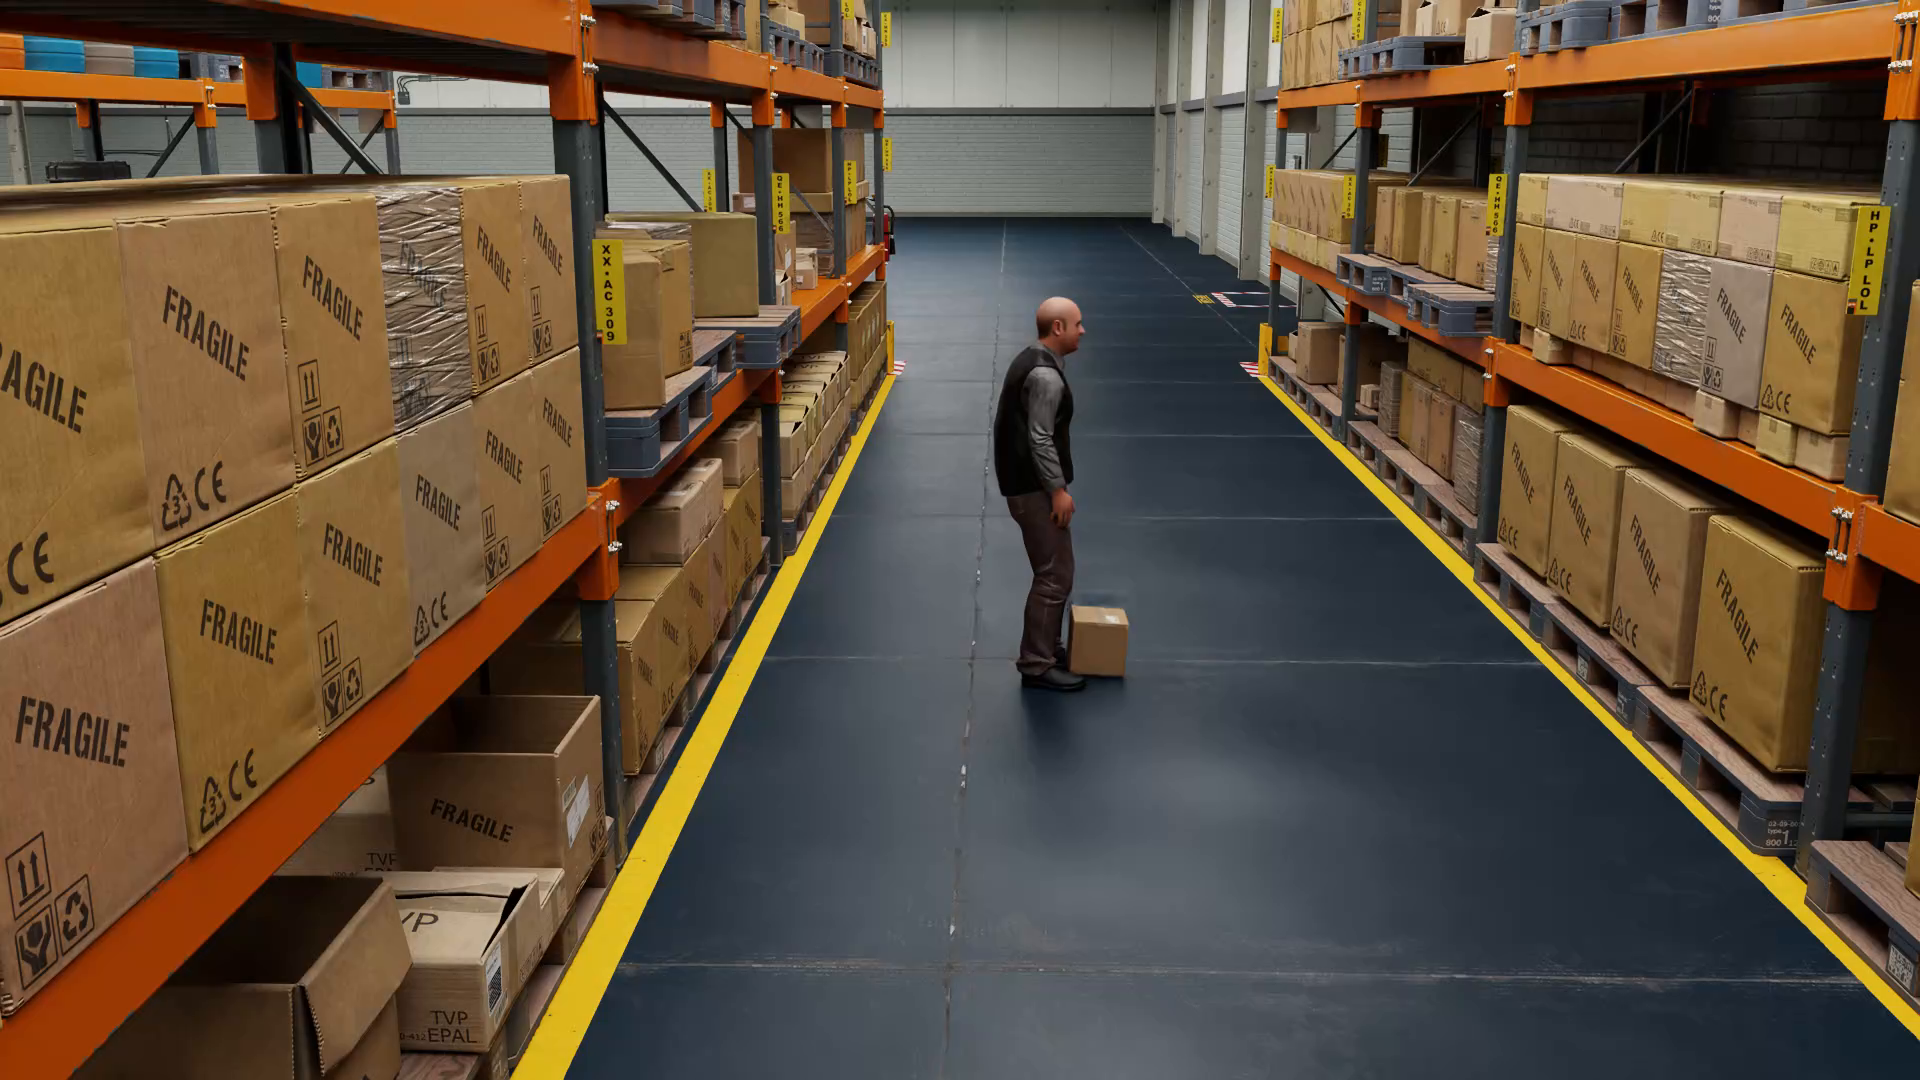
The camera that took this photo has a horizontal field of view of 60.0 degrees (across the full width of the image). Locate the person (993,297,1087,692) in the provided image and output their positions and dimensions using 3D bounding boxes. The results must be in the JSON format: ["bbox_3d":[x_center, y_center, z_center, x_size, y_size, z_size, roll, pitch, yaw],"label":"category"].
[{"bbox_3d":[0.386,-0.222,7.456,0.475,1.719,0.580,0,14,-1],"label":"person"}]
